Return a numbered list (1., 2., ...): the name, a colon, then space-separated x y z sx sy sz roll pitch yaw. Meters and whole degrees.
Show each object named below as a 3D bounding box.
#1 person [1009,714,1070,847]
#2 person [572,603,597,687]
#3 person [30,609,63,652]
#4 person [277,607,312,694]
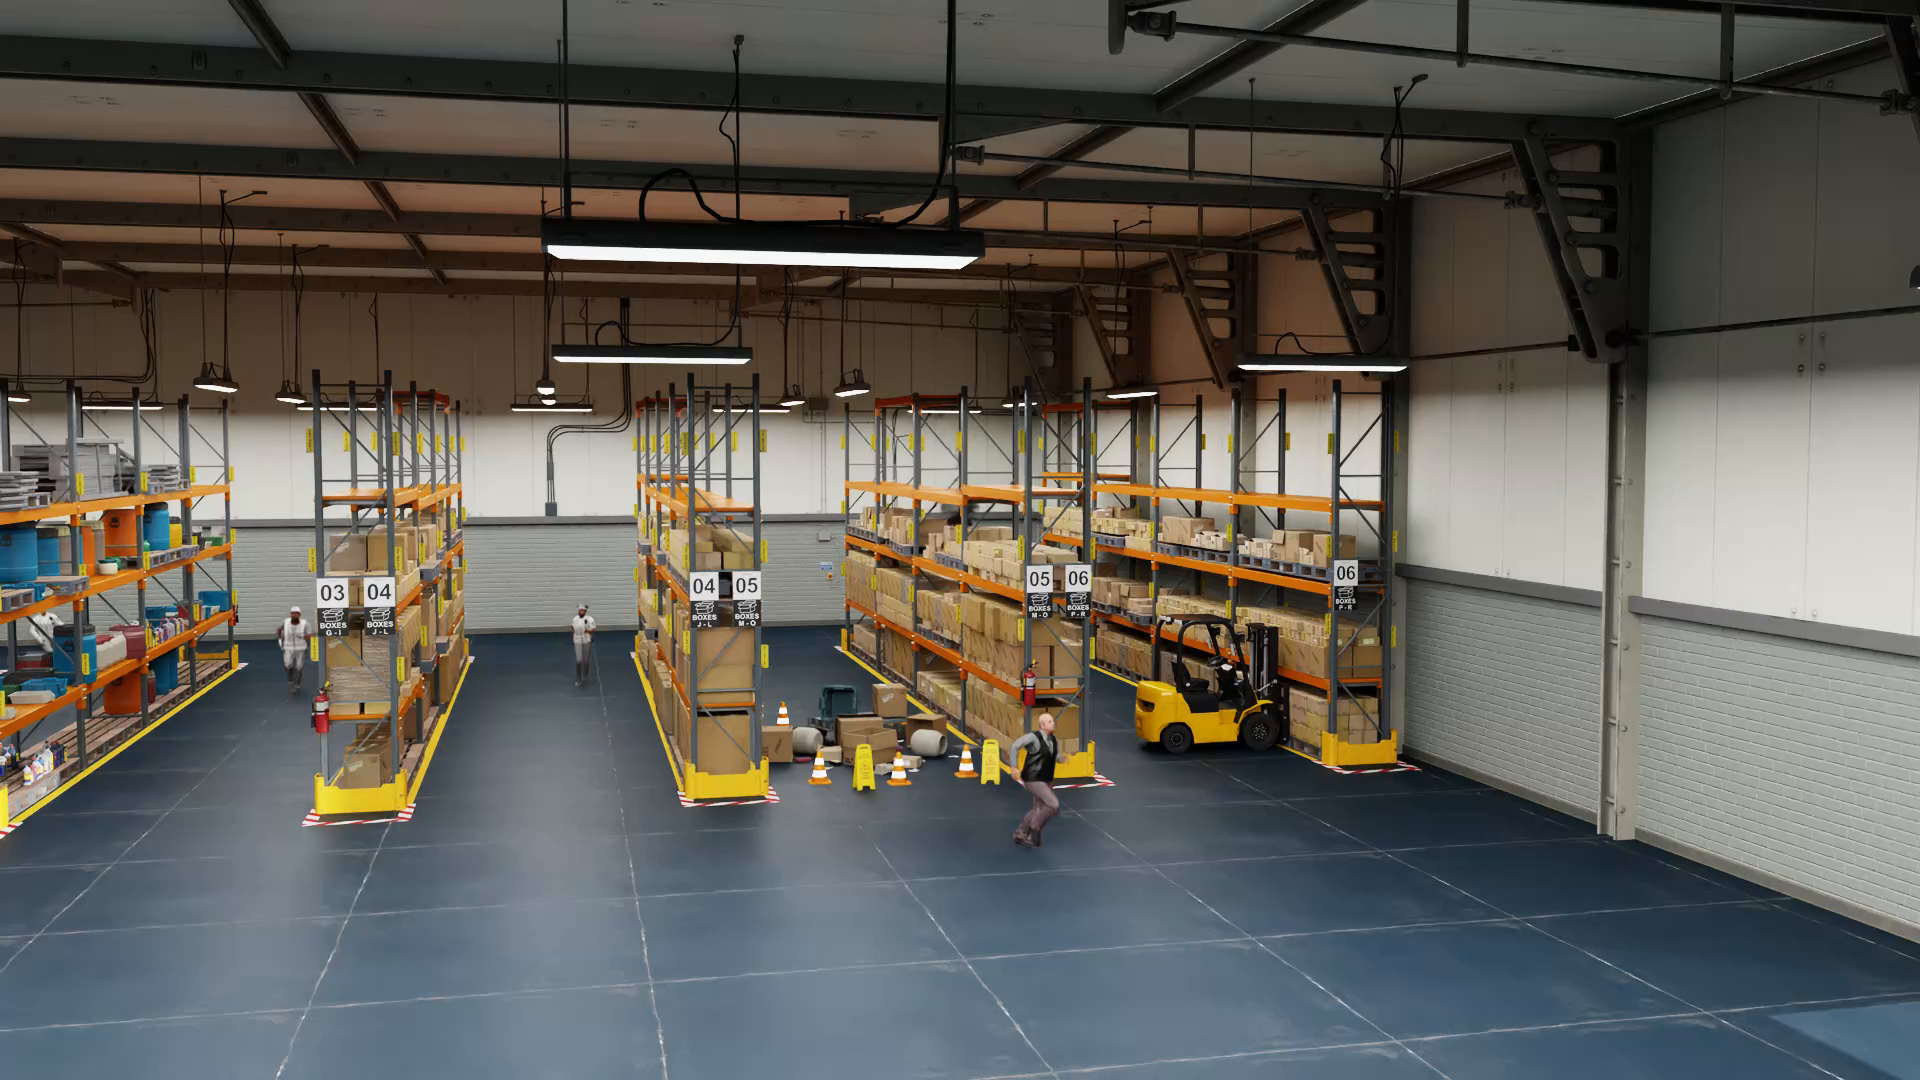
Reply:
1. person: 0.991 2.964 20.413 0.766 1.671 0.690 3 4 37
2. person: -7.816 2.182 34.564 0.545 1.763 0.744 0 3 -7
3. person: -19.618 2.129 35.733 0.638 1.620 0.488 -2 4 -28
4. person: -13.301 2.196 33.258 0.662 1.744 0.766 -1 4 -21
